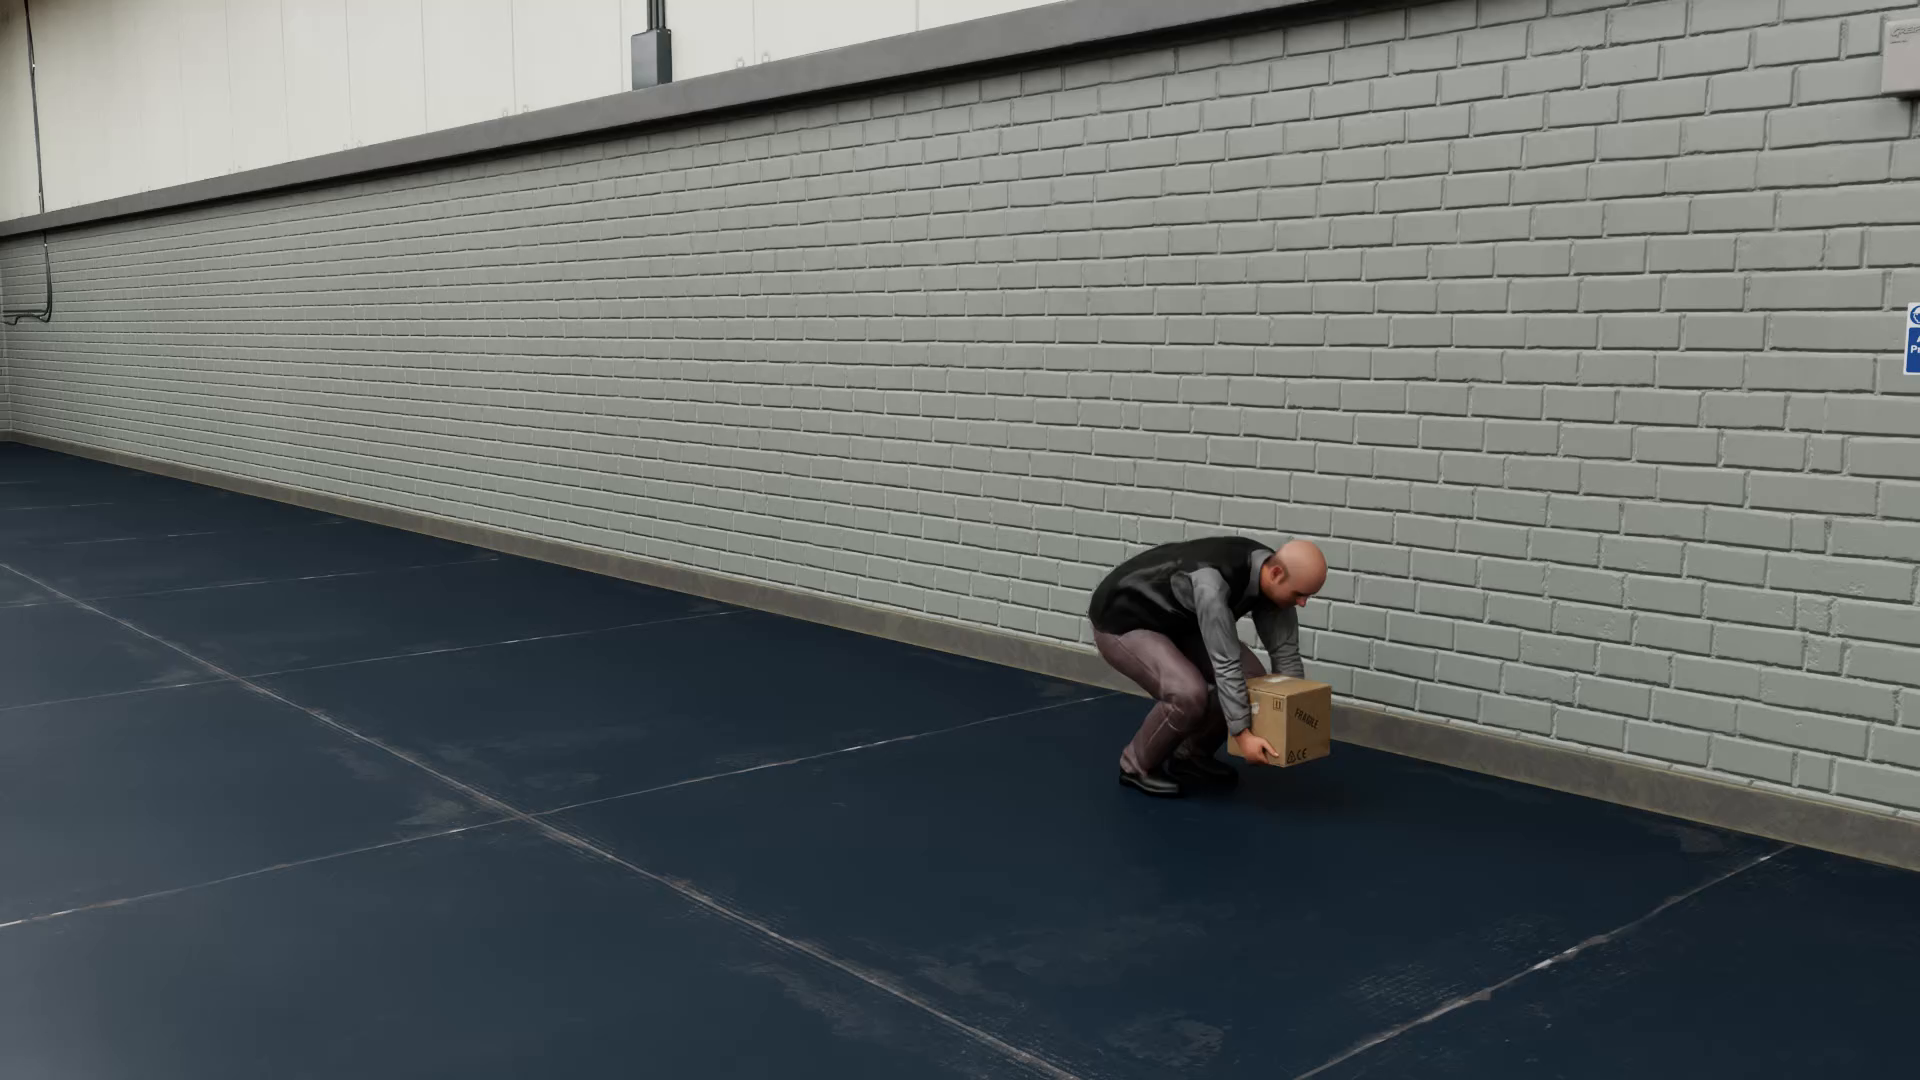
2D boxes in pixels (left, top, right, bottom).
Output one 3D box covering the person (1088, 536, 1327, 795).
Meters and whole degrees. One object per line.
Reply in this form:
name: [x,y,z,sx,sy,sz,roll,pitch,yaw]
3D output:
person: [0.896,0.443,5.981,0.516,0.950,0.915,-7,10,-43]
